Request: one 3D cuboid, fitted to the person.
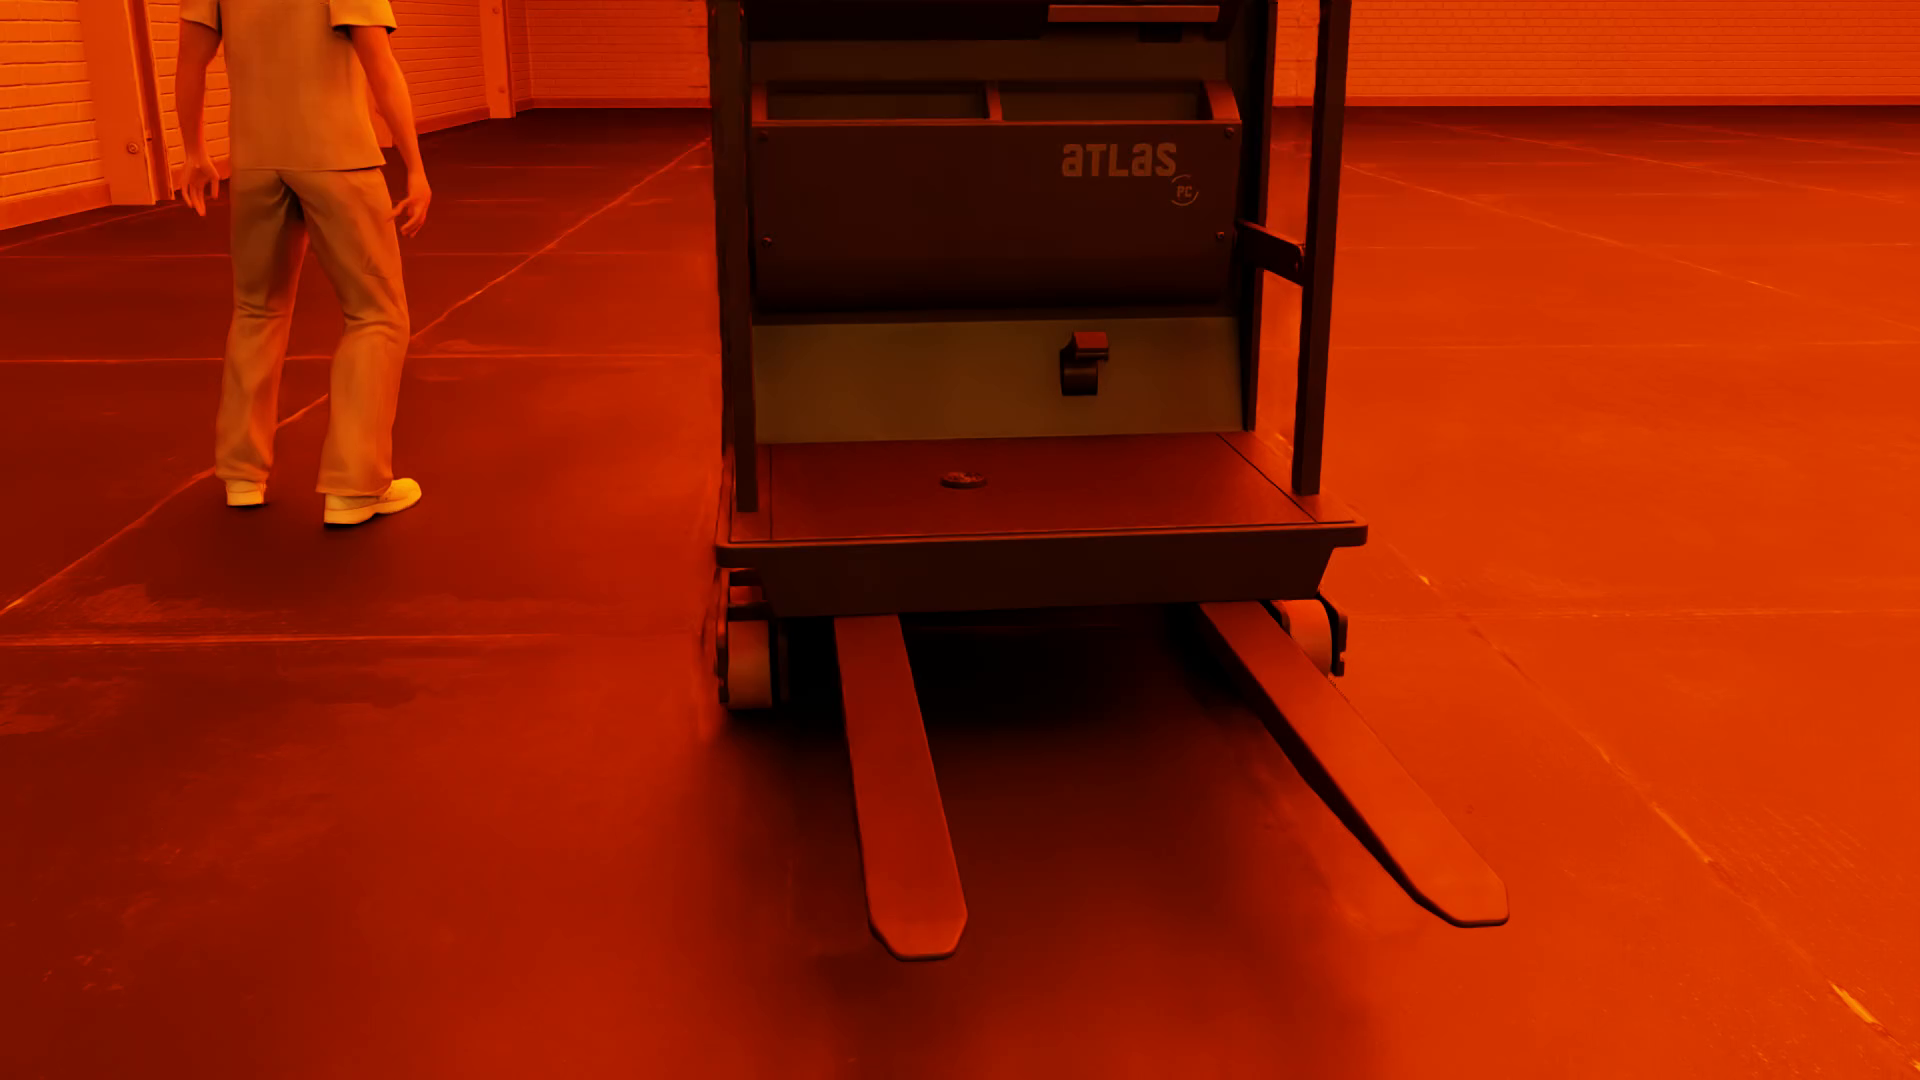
[{"bbox_3d":[-1.578,-0.870,3.955,0.745,1.648,0.366,3,17,11],"label":"person"}]

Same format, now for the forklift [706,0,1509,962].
[{"bbox_3d":[0.094,-1.204,2.844,1.130,2.935,3.031,-2,17,-6],"label":"forklift"}]
